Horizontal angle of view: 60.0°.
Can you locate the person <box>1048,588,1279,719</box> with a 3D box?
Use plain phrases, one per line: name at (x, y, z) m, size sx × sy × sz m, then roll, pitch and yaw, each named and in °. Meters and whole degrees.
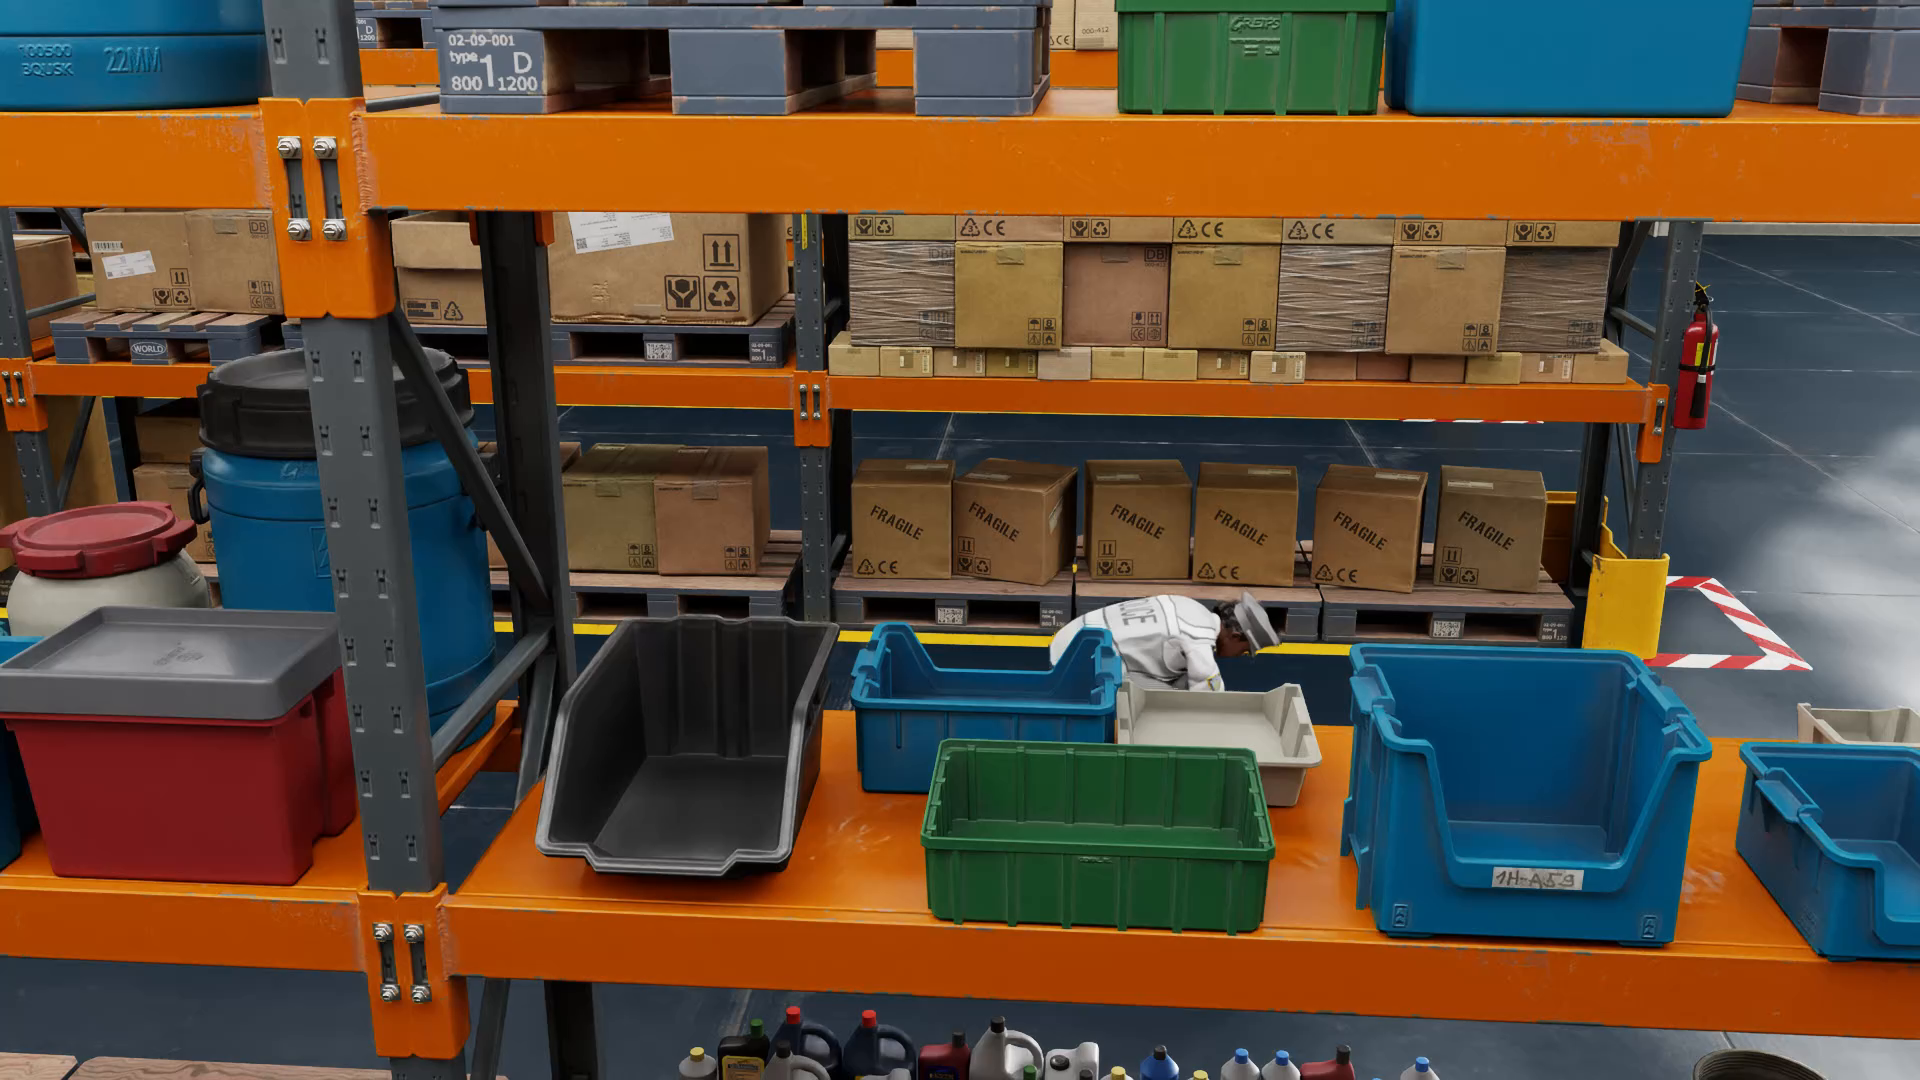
person at (0.816, 0.594, 6.705) m, size 0.926 × 0.791 × 0.450 m, roll 1°, pitch 18°, yaw 2°
